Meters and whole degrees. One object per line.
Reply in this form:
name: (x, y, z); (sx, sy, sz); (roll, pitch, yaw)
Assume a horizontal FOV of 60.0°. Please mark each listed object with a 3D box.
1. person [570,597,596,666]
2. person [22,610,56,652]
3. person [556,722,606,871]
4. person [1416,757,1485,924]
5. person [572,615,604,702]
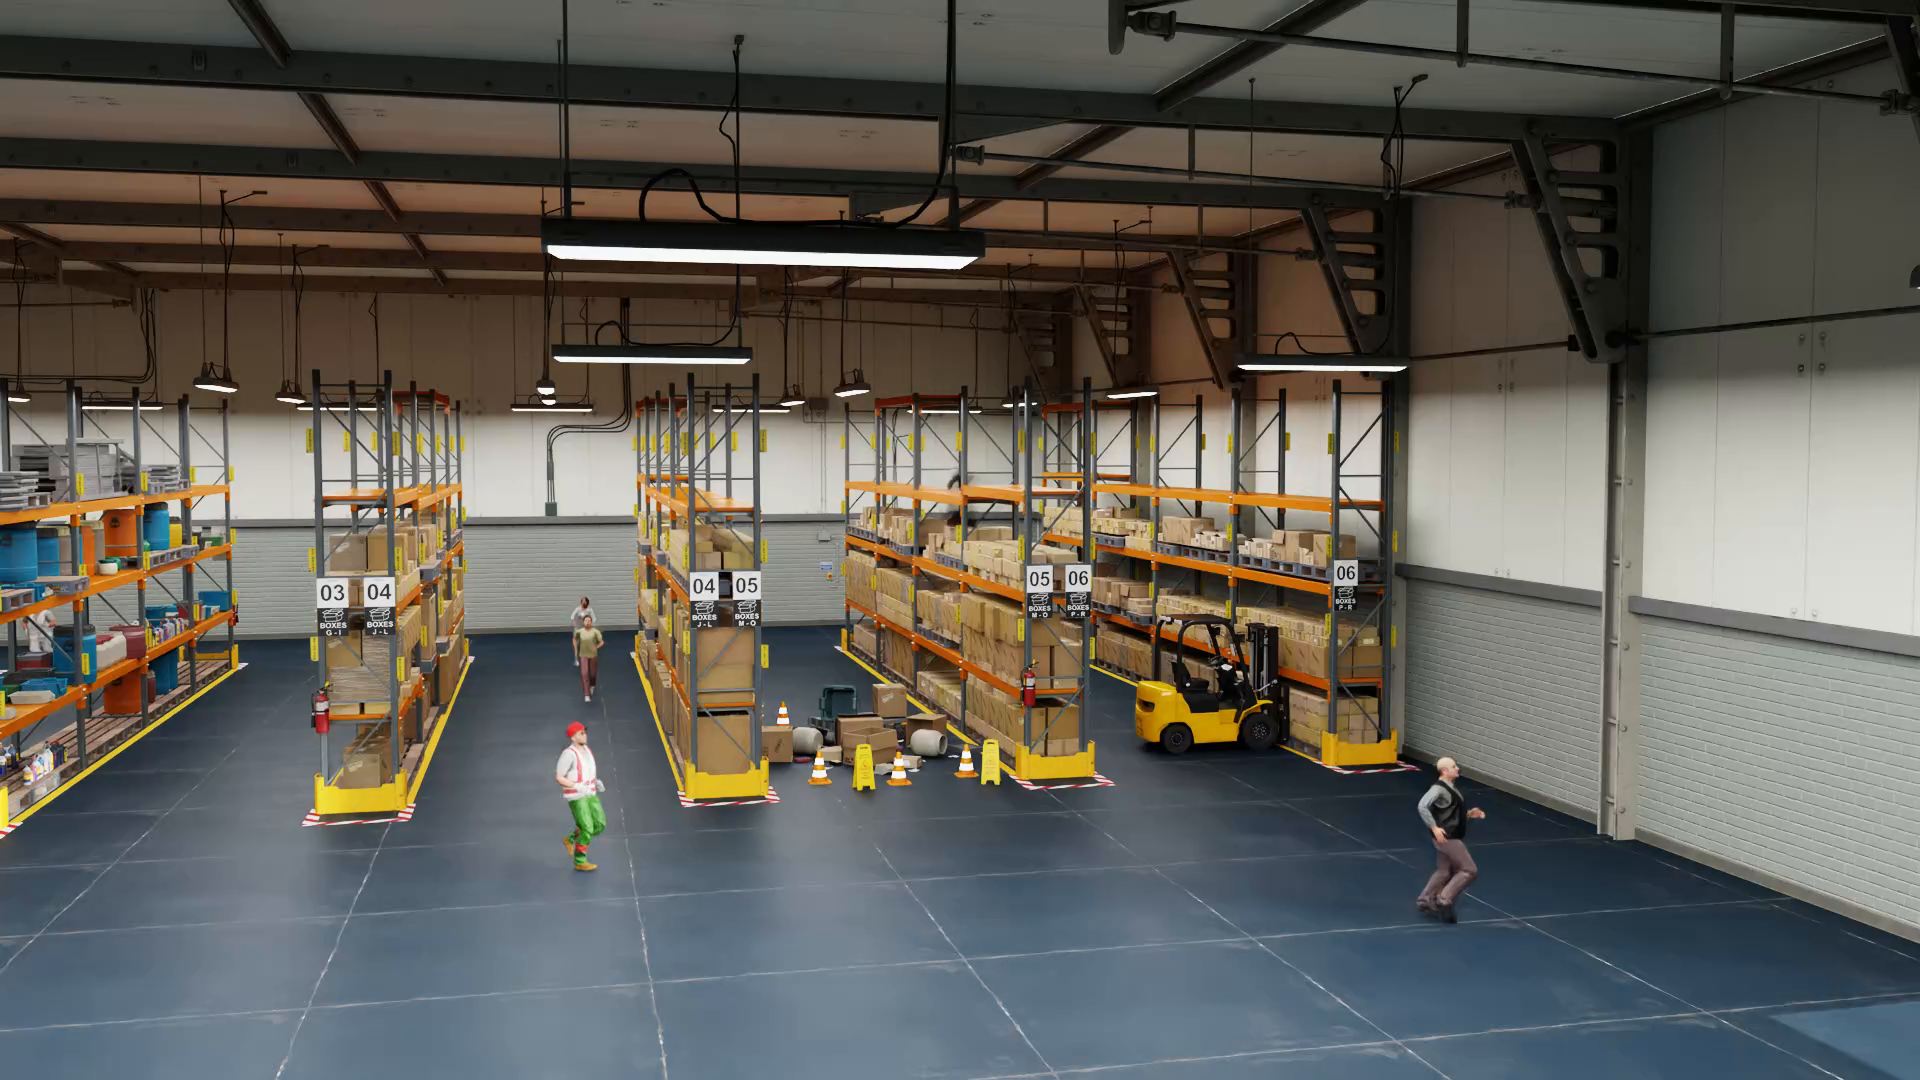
person: (-8.572, 2.062, 37.821); (0.573, 1.551, 0.595); (0, 3, -4)
person: (-19.262, 2.100, 34.788); (0.657, 1.828, 0.842); (-1, 4, -24)
person: (-4.455, 3.004, 19.519); (0.615, 1.738, 0.652); (1, 4, 23)
person: (5.132, 3.139, 17.407); (0.693, 1.720, 0.629); (2, 4, 25)
person: (-7.273, 2.286, 32.525); (0.604, 1.647, 0.907); (-1, 3, -11)
